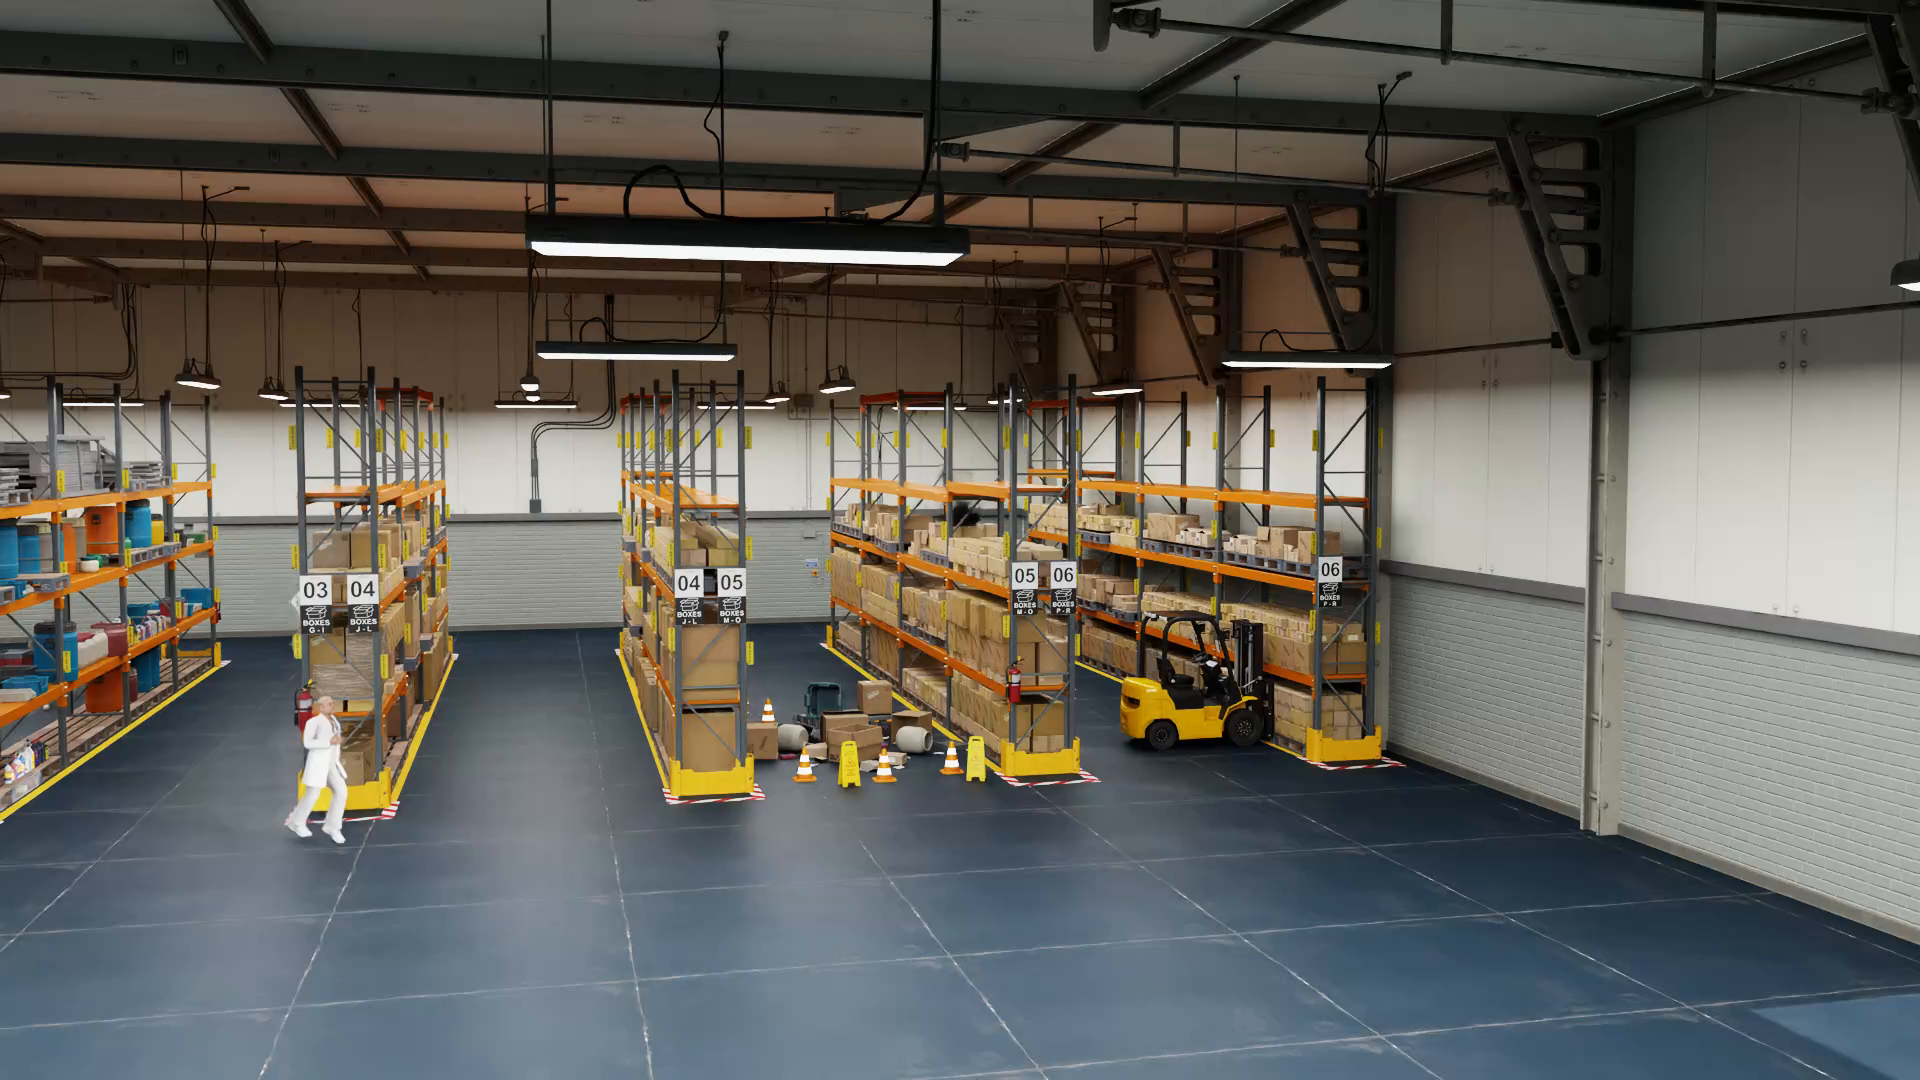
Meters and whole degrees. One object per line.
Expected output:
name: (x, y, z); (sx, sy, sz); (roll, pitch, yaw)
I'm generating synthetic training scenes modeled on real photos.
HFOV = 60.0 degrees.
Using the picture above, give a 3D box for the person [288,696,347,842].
person: (-8.005, 2.881, 20.887); (0.846, 1.853, 0.708); (1, 4, 22)

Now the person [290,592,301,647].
person: (-15.529, 1.810, 39.488); (0.756, 1.754, 0.584); (0, 3, 4)

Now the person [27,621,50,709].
person: (-17.086, 2.333, 30.987); (0.609, 1.637, 0.527); (-1, 3, -12)
